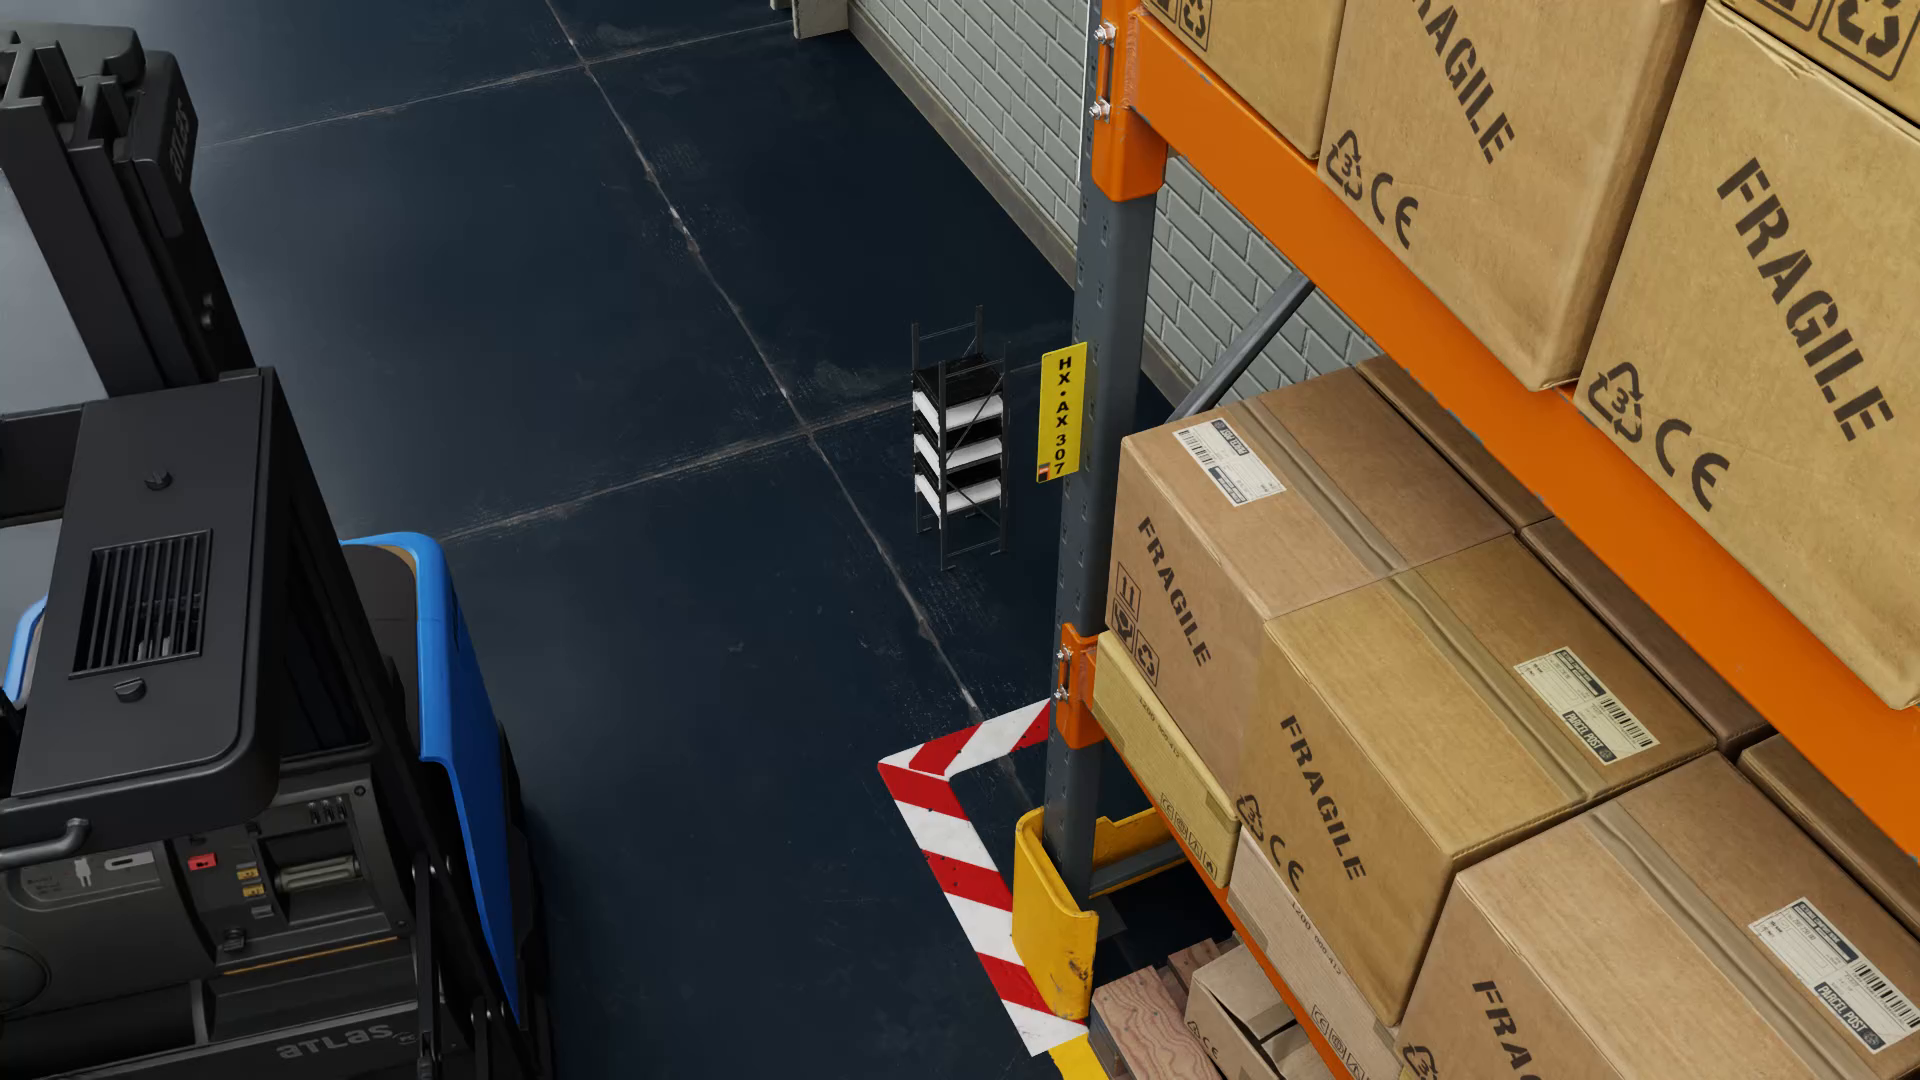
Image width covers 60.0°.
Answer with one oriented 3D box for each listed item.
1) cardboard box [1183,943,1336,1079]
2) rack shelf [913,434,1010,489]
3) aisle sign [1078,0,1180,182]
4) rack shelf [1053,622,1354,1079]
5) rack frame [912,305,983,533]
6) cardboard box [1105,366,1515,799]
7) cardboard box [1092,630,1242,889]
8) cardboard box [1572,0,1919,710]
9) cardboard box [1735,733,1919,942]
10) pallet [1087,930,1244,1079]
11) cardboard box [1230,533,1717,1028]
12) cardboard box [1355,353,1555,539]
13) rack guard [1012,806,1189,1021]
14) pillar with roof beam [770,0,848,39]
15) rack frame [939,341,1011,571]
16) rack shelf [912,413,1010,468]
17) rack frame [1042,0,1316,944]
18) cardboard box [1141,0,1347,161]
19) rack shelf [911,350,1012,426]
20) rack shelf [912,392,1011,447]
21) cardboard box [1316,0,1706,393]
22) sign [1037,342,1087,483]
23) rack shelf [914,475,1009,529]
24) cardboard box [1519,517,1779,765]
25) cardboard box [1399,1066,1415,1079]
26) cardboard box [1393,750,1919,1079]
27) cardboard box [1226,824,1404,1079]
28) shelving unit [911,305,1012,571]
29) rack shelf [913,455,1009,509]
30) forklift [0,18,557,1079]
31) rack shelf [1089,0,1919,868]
[{"bbox_3d":[0.902,1.170,4.029,0.500,0.311,0.500,-23,49,-22],"label":"cardboard box"},{"bbox_3d":[0.003,-0.291,5.452,0.258,0.077,0.200,-18,47,-17],"label":"rack shelf"},{"bbox_3d":[0.390,-0.980,2.757,0.394,0.787,0.004,-18,47,-17],"label":"aisle sign"},{"bbox_3d":[1.534,1.433,2.674,1.077,0.370,4.000,-18,47,-17],"label":"rack shelf"},{"bbox_3d":[-0.039,-0.380,5.494,0.240,0.900,0.006,-18,47,-17],"label":"rack frame"},{"bbox_3d":[0.621,0.075,3.097,0.500,0.500,0.500,-18,47,-17],"label":"cardboard box"},{"bbox_3d":[0.610,0.353,3.349,0.500,0.250,0.500,-19,48,-19],"label":"cardboard box"},{"bbox_3d":[1.022,-0.239,1.635,0.500,0.500,0.500,-16,47,-16],"label":"cardboard box"},{"bbox_3d":[1.508,0.571,2.594,0.500,0.500,0.500,-19,48,-18],"label":"cardboard box"},{"bbox_3d":[1.034,1.472,4.108,1.003,0.211,1.213,-18,47,-17],"label":"pallet"},{"bbox_3d":[0.820,0.393,2.775,0.500,0.500,0.500,-18,47,-17],"label":"cardboard box"},{"bbox_3d":[1.084,-0.081,3.255,0.500,0.500,0.500,-19,48,-18],"label":"cardboard box"},{"bbox_3d":[0.725,0.841,4.542,1.175,0.500,0.348,-18,47,-17],"label":"rack guard"},{"bbox_3d":[-4.657,-4.595,4.000,9.100,9.000,0.400,-18,47,-17],"label":"pillar with roof beam"},{"bbox_3d":[0.046,-0.250,5.363,0.240,0.900,0.006,-18,47,-17],"label":"rack frame"},{"bbox_3d":[0.003,-0.355,5.389,0.258,0.077,0.200,-18,47,-17],"label":"rack shelf"},{"bbox_3d":[0.693,-0.098,3.713,1.000,3.000,0.127,-18,47,-17],"label":"rack frame"},{"bbox_3d":[0.607,-0.921,2.327,0.500,0.500,0.500,-17,47,-16],"label":"cardboard box"},{"bbox_3d":[0.003,-0.484,5.262,0.258,0.077,0.200,-18,47,-17],"label":"rack shelf"},{"bbox_3d":[0.003,-0.420,5.326,0.258,0.077,0.200,-18,47,-17],"label":"rack shelf"},{"bbox_3d":[0.800,-0.568,1.969,0.500,0.500,0.500,-15,47,-15],"label":"cardboard box"},{"bbox_3d":[0.201,-0.245,3.247,0.100,0.325,0.005,-18,47,-17],"label":"sign"},{"bbox_3d":[0.003,-0.163,5.579,0.258,0.077,0.200,-18,47,-17],"label":"rack shelf"},{"bbox_3d":[1.287,0.243,2.927,0.500,0.500,0.500,-17,47,-17],"label":"cardboard box"},{"bbox_3d":[1.050,1.006,2.687,0.500,0.250,0.500,-19,48,-18],"label":"cardboard box"},{"bbox_3d":[1.031,0.724,2.440,0.500,0.500,0.500,-20,48,-19],"label":"cardboard box"},{"bbox_3d":[0.841,0.680,3.018,0.500,0.250,0.500,-19,48,-19],"label":"cardboard box"},{"bbox_3d":[0.003,-0.315,5.429,0.258,0.900,0.210,-18,47,-17],"label":"shelving unit"},{"bbox_3d":[0.003,-0.227,5.515,0.258,0.077,0.200,-18,47,-17],"label":"rack shelf"},{"bbox_3d":[-1.467,0.772,2.881,1.130,2.935,3.031,-10,46,-10],"label":"forklift"},{"bbox_3d":[1.534,0.365,1.621,1.077,0.370,4.000,-18,47,-17],"label":"rack shelf"}]
